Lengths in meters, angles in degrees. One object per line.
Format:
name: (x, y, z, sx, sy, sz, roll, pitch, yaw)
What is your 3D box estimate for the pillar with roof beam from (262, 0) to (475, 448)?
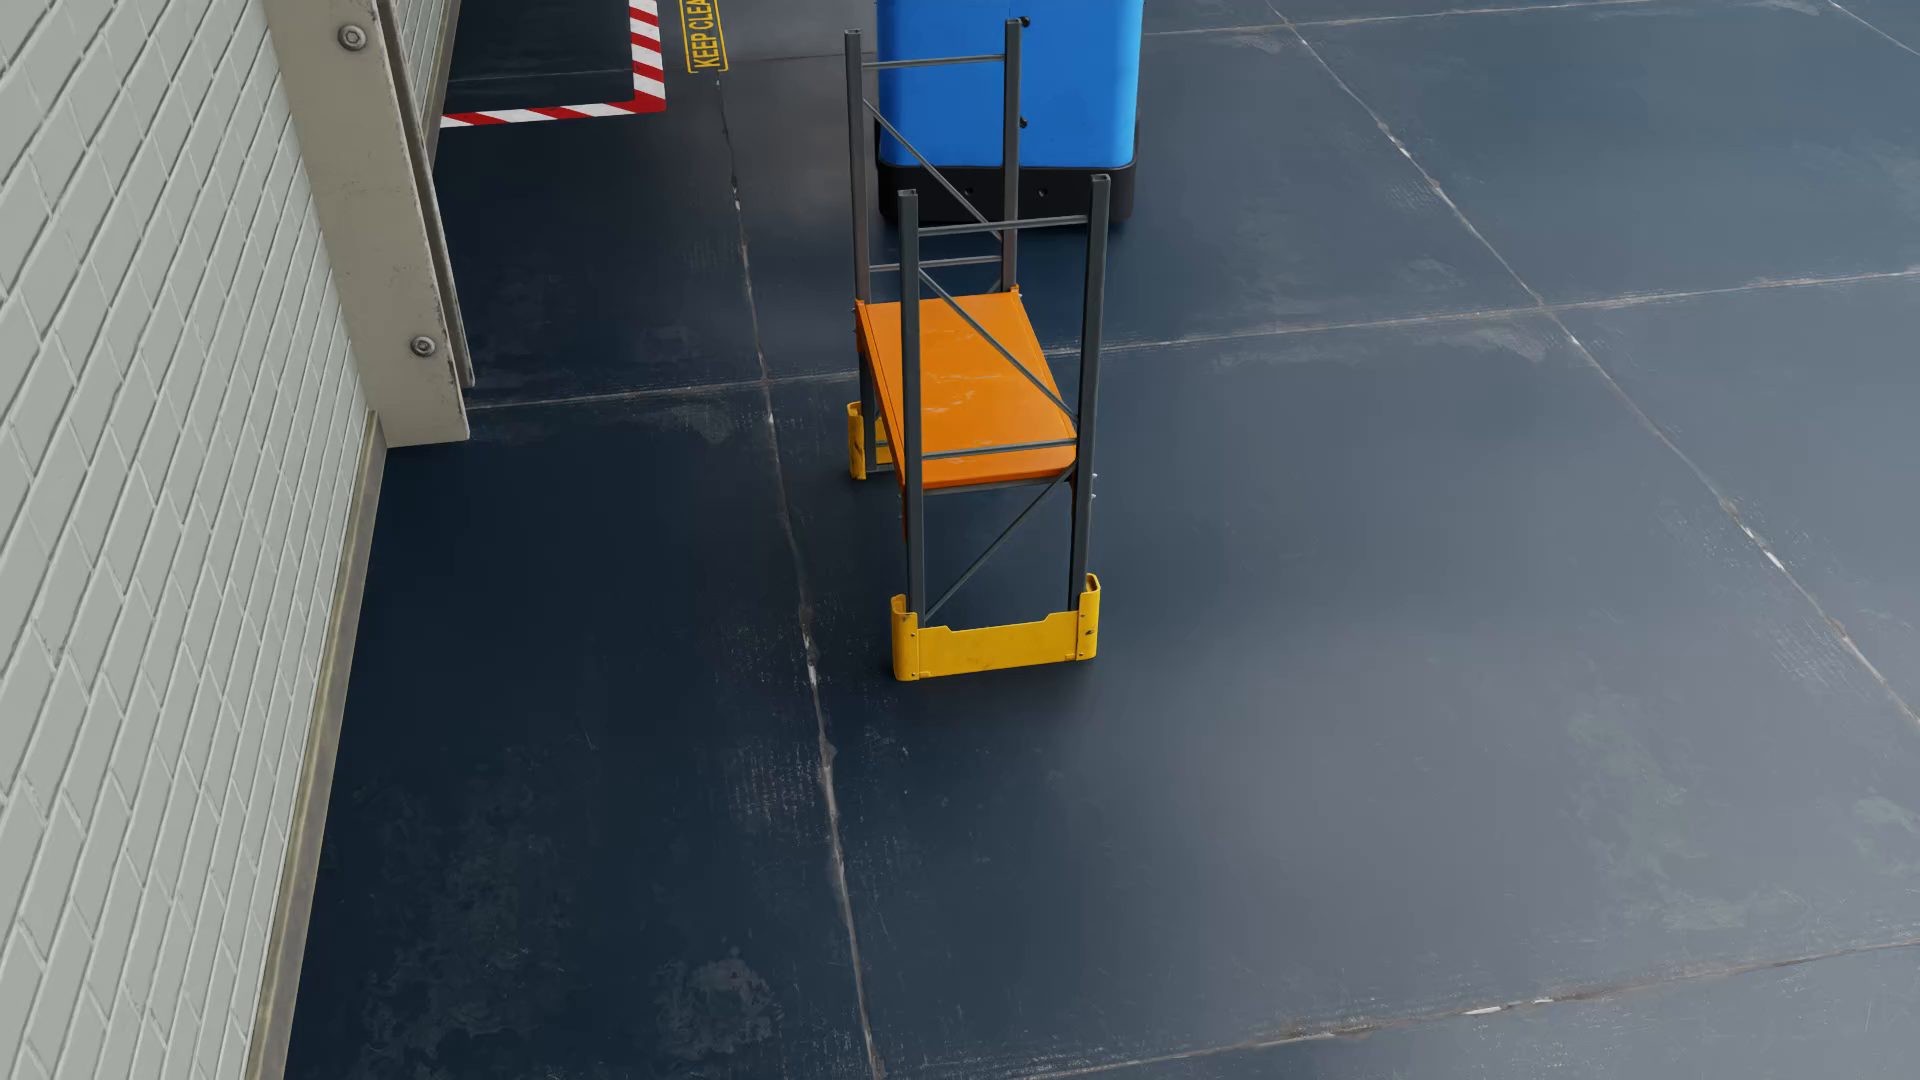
pillar with roof beam: (2.370, -4.463, 3.660, 9.100, 9.000, 0.400, -6, 38, -8)

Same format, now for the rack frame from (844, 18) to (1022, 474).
rack frame: (-0.074, -0.848, 5.119, 0.500, 1.500, 0.032, -6, 38, -8)

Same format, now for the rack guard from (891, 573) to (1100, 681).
rack guard: (0.101, 0.248, 4.727, 0.587, 0.250, 0.087, -6, 38, -8)

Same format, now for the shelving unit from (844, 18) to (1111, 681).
shelving unit: (0.013, -0.546, 4.731, 0.587, 1.500, 1.083, -6, 38, -8)

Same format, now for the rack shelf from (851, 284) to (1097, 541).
rack shelf: (0.015, -0.399, 4.834, 0.538, 0.185, 1.000, -6, 38, -8)

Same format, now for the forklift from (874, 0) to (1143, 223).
forklift: (0.221, -3.330, 7.147, 1.130, 2.935, 3.031, 1, 38, 1)

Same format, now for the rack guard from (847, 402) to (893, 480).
rack guard: (-0.074, -0.353, 5.501, 0.587, 0.250, 0.087, -6, 38, -8)

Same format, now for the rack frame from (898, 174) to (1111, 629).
rack frame: (0.104, -0.234, 4.328, 0.500, 1.500, 0.032, -6, 38, -8)
